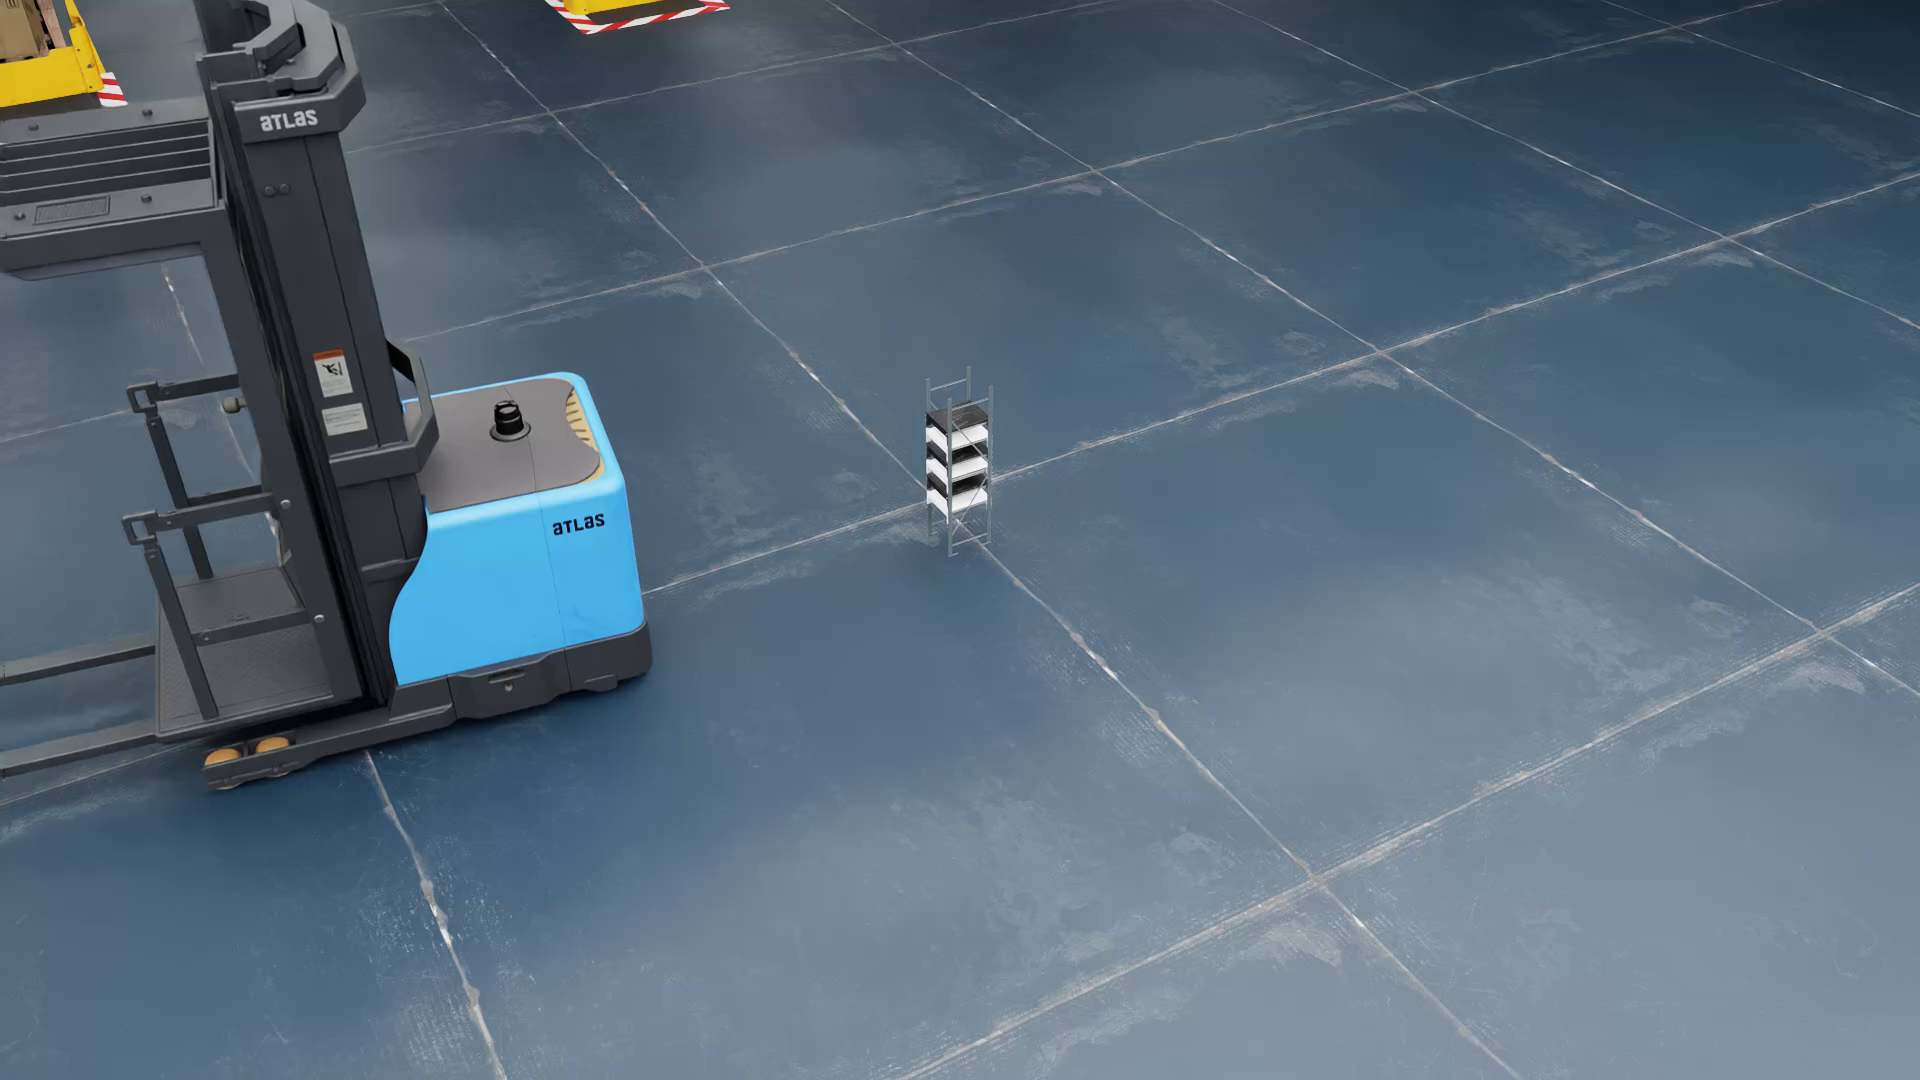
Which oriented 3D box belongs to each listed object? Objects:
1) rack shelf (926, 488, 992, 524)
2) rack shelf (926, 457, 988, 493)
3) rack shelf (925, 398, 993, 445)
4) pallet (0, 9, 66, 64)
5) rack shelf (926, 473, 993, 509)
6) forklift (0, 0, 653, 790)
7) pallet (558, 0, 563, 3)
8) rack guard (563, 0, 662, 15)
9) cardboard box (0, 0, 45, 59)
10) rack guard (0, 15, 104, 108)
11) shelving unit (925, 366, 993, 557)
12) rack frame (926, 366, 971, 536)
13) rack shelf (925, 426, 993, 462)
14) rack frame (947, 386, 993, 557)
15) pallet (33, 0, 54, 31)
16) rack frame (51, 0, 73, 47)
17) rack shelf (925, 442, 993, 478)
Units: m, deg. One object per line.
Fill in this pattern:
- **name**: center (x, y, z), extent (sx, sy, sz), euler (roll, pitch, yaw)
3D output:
- **rack shelf**: center (-0.004, -0.195, 8.116), extent (0.258, 0.077, 0.200), euler (-19, 40, -24)
- **rack shelf**: center (-0.004, -0.341, 8.010), extent (0.258, 0.077, 0.200), euler (-19, 40, -24)
- **rack shelf**: center (-0.004, -0.559, 7.851), extent (0.258, 0.077, 0.200), euler (-19, 40, -24)
- **pallet**: center (-7.706, -3.972, 13.510), extent (1.003, 0.211, 1.213), euler (-19, 40, -24)
- **rack shelf**: center (-0.004, -0.268, 8.063), extent (0.258, 0.077, 0.200), euler (-19, 40, -24)
- **forklift**: center (-2.934, -0.513, 6.467), extent (3.031, 2.935, 1.130), euler (-13, 38, -17)
- **pallet**: center (-3.421, -5.311, 15.343), extent (1.003, 0.211, 1.213), euler (-19, 40, -24)
- **rack guard**: center (-2.939, -5.031, 14.715), extent (1.175, 0.500, 0.348), euler (-19, 40, -24)
- **cardboard box**: center (-7.590, -4.118, 13.109), extent (0.500, 0.500, 0.500), euler (-12, 38, -16)
- **rack guard**: center (-7.329, -3.664, 12.843), extent (1.175, 0.500, 0.348), euler (-19, 40, -24)
- **shelving unit**: center (-0.004, -0.368, 7.990), extent (0.258, 0.900, 0.210), euler (-19, 40, -24)
- **rack frame**: center (-0.055, -0.419, 8.061), extent (0.240, 0.900, 0.006), euler (-19, 40, -24)
- **rack shelf**: center (-0.004, -0.486, 7.904), extent (0.258, 0.077, 0.200), euler (-19, 40, -24)
- **rack frame**: center (0.047, -0.316, 7.919), extent (0.240, 0.900, 0.006), euler (-19, 40, -24)
- **pallet**: center (-8.315, -4.594, 14.361), extent (1.003, 0.211, 1.213), euler (-19, 40, -24)
- **rack frame**: center (-7.291, -4.635, 12.053), extent (1.000, 3.000, 0.127), euler (-19, 40, -24)
- **rack shelf**: center (-0.004, -0.413, 7.957), extent (0.258, 0.077, 0.200), euler (-19, 40, -24)
